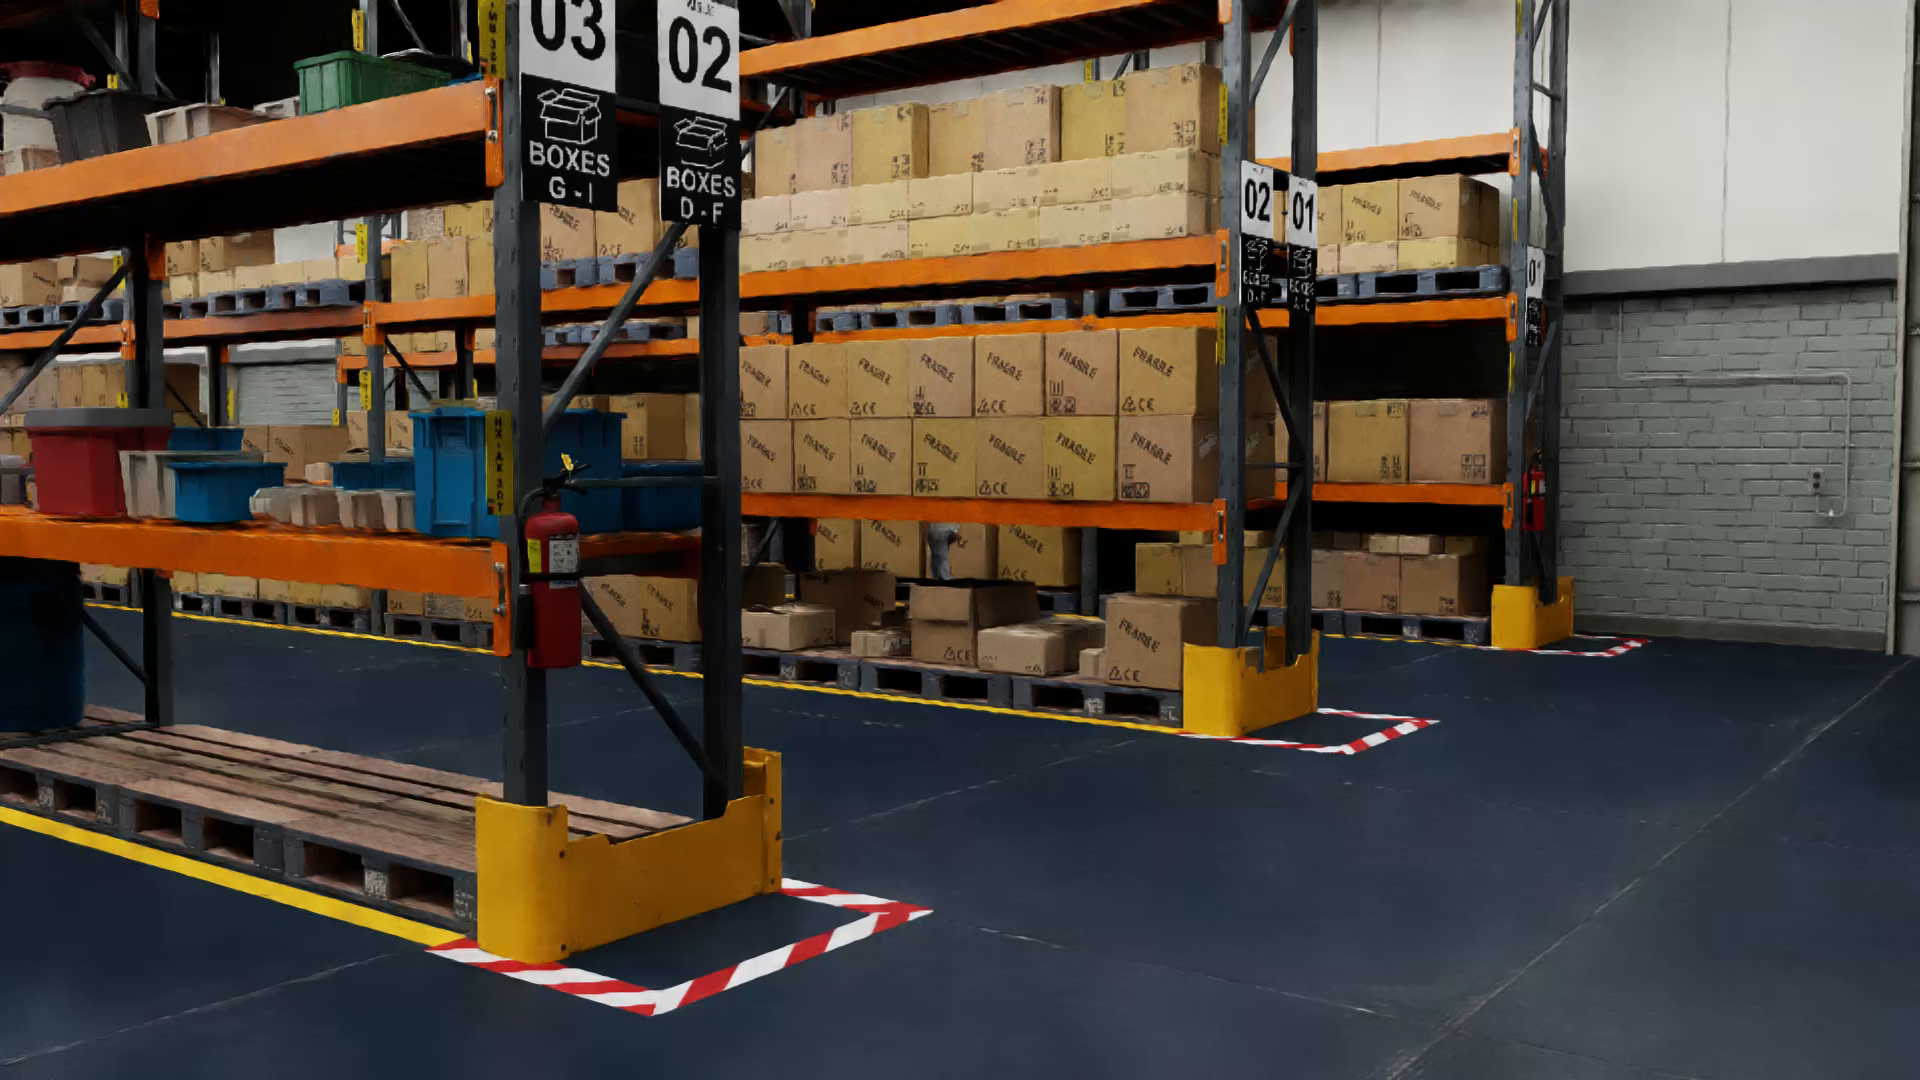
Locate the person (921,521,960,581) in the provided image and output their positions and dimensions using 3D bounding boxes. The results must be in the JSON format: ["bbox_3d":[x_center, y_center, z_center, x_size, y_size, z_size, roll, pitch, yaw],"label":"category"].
[{"bbox_3d":[-0.225,-0.063,15.421,0.563,1.611,0.420,2,4,33],"label":"person"}]
